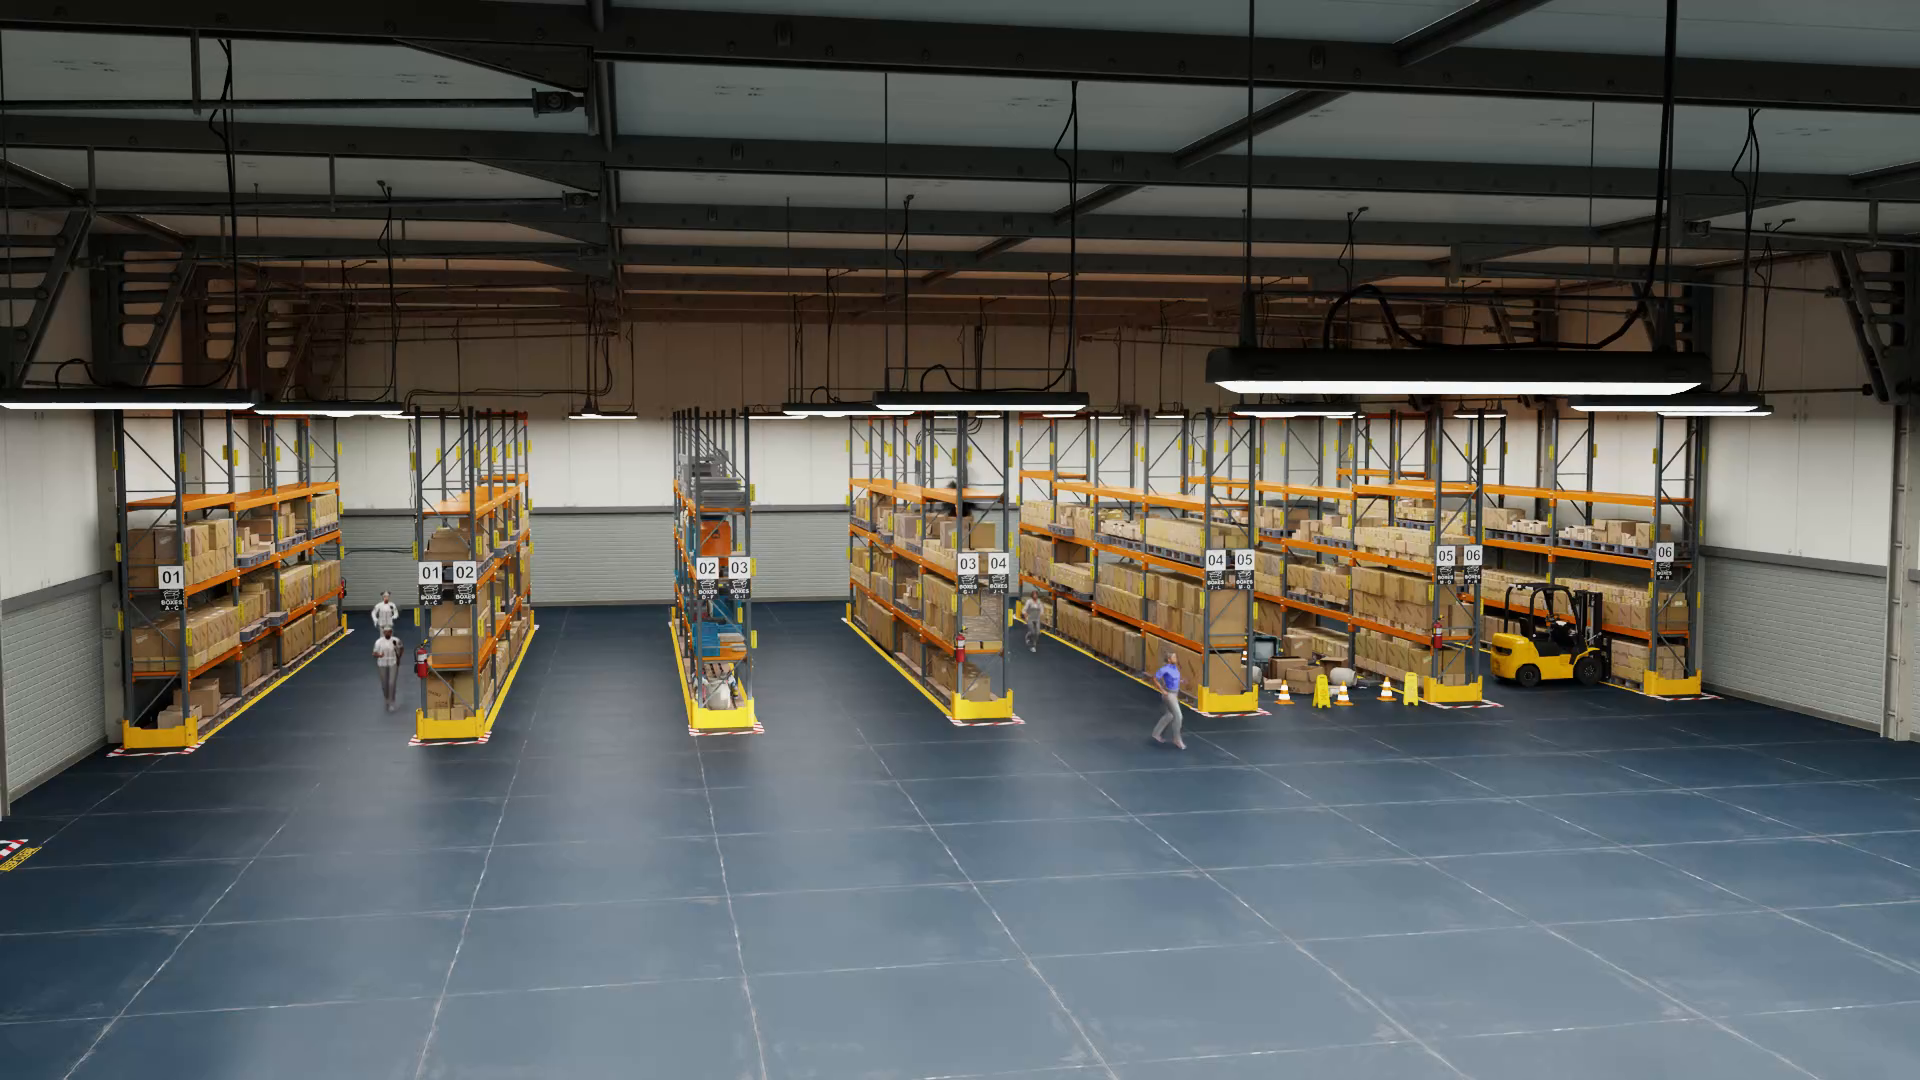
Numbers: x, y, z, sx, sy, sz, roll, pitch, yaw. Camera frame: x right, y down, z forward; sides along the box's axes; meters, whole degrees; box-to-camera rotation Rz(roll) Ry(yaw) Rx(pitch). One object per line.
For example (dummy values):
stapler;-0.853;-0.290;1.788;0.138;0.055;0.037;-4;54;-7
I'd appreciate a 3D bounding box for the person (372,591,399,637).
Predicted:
person;-13.775;2.051;39.921;0.599;1.657;0.560;-2;5;-27

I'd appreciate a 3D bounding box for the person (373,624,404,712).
person;-11.343;2.504;32.991;0.578;1.698;0.870;-1;4;-17

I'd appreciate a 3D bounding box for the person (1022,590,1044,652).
person;1.831;2.015;41.385;0.523;1.551;0.578;-1;4;-15

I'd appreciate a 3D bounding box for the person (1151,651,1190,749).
person;3.696;2.813;29.326;0.727;1.712;0.560;2;5;26
